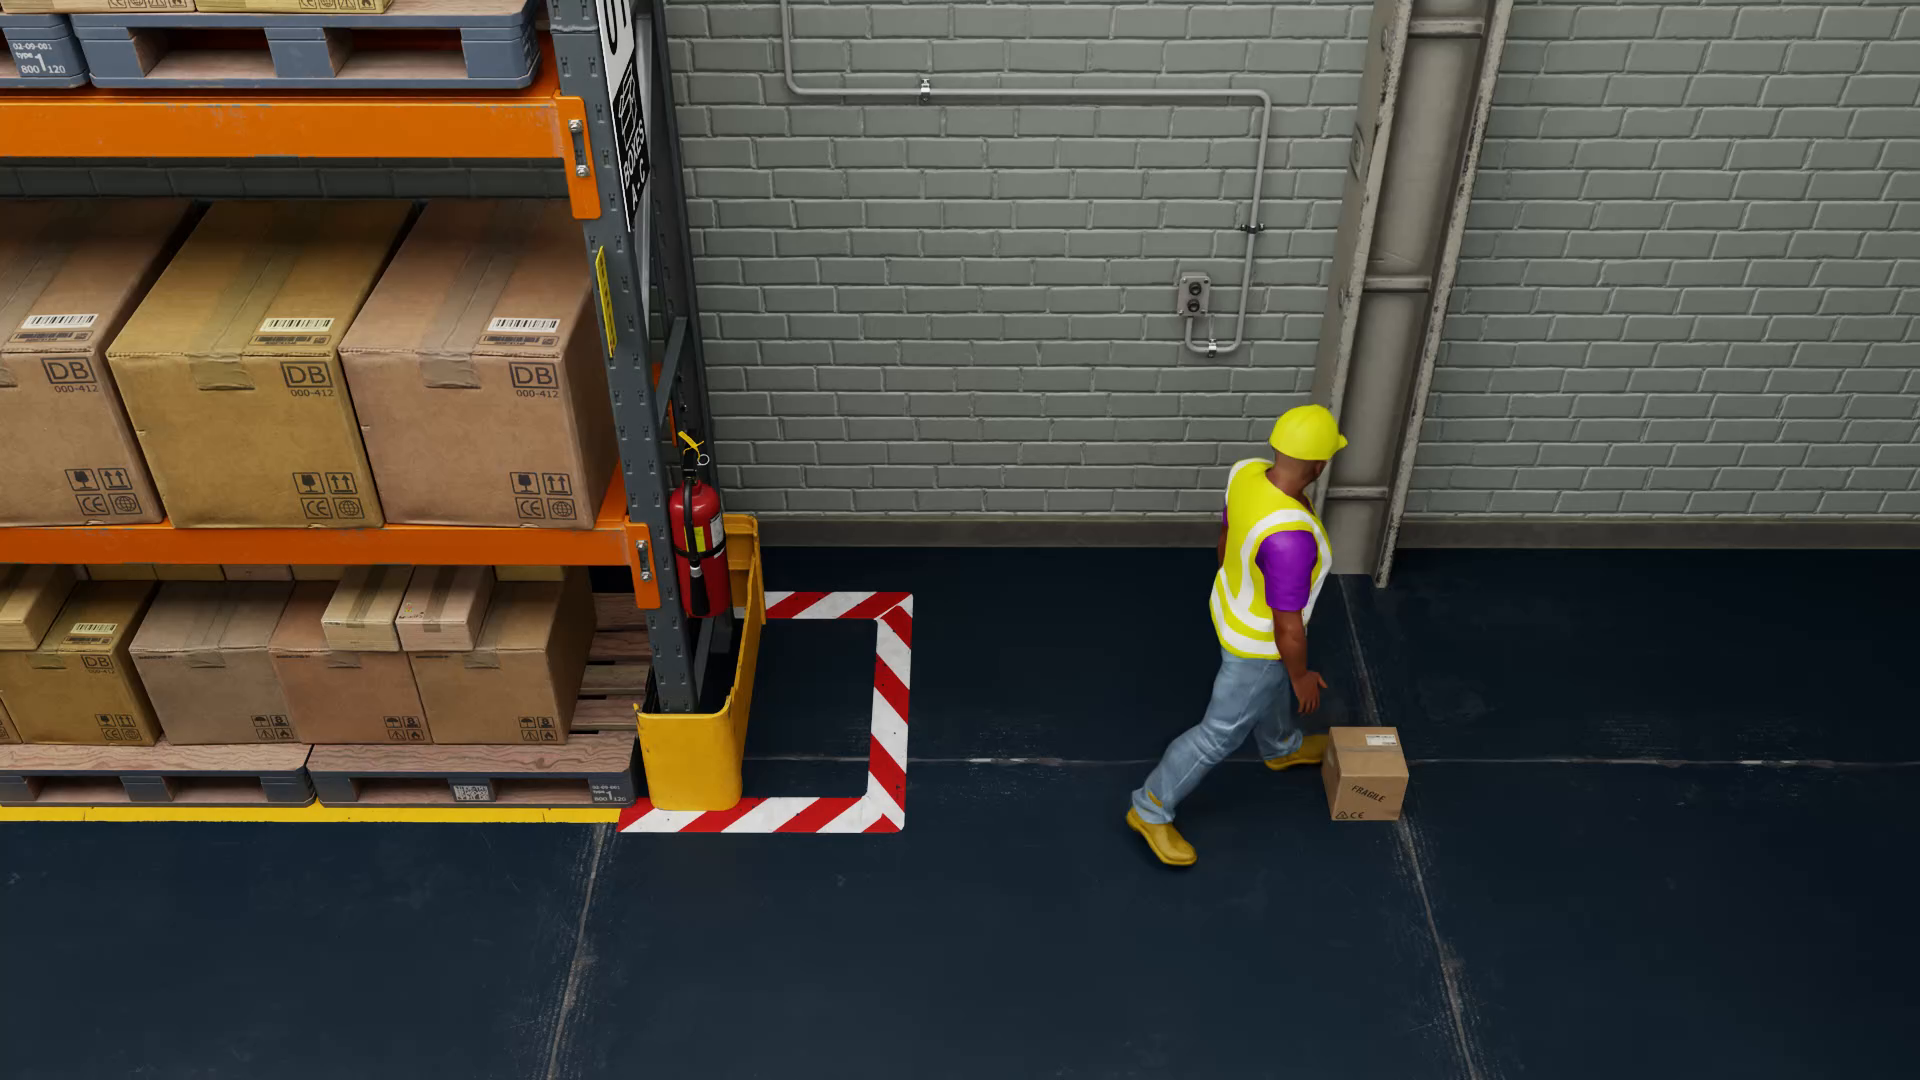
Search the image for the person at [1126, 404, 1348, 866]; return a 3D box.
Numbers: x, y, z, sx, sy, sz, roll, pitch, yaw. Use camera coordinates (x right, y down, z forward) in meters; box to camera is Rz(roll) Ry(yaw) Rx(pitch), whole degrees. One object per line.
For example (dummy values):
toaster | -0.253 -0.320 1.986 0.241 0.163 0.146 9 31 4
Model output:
person | 1.046 0.318 5.759 0.883 1.751 0.684 -1 39 -2
